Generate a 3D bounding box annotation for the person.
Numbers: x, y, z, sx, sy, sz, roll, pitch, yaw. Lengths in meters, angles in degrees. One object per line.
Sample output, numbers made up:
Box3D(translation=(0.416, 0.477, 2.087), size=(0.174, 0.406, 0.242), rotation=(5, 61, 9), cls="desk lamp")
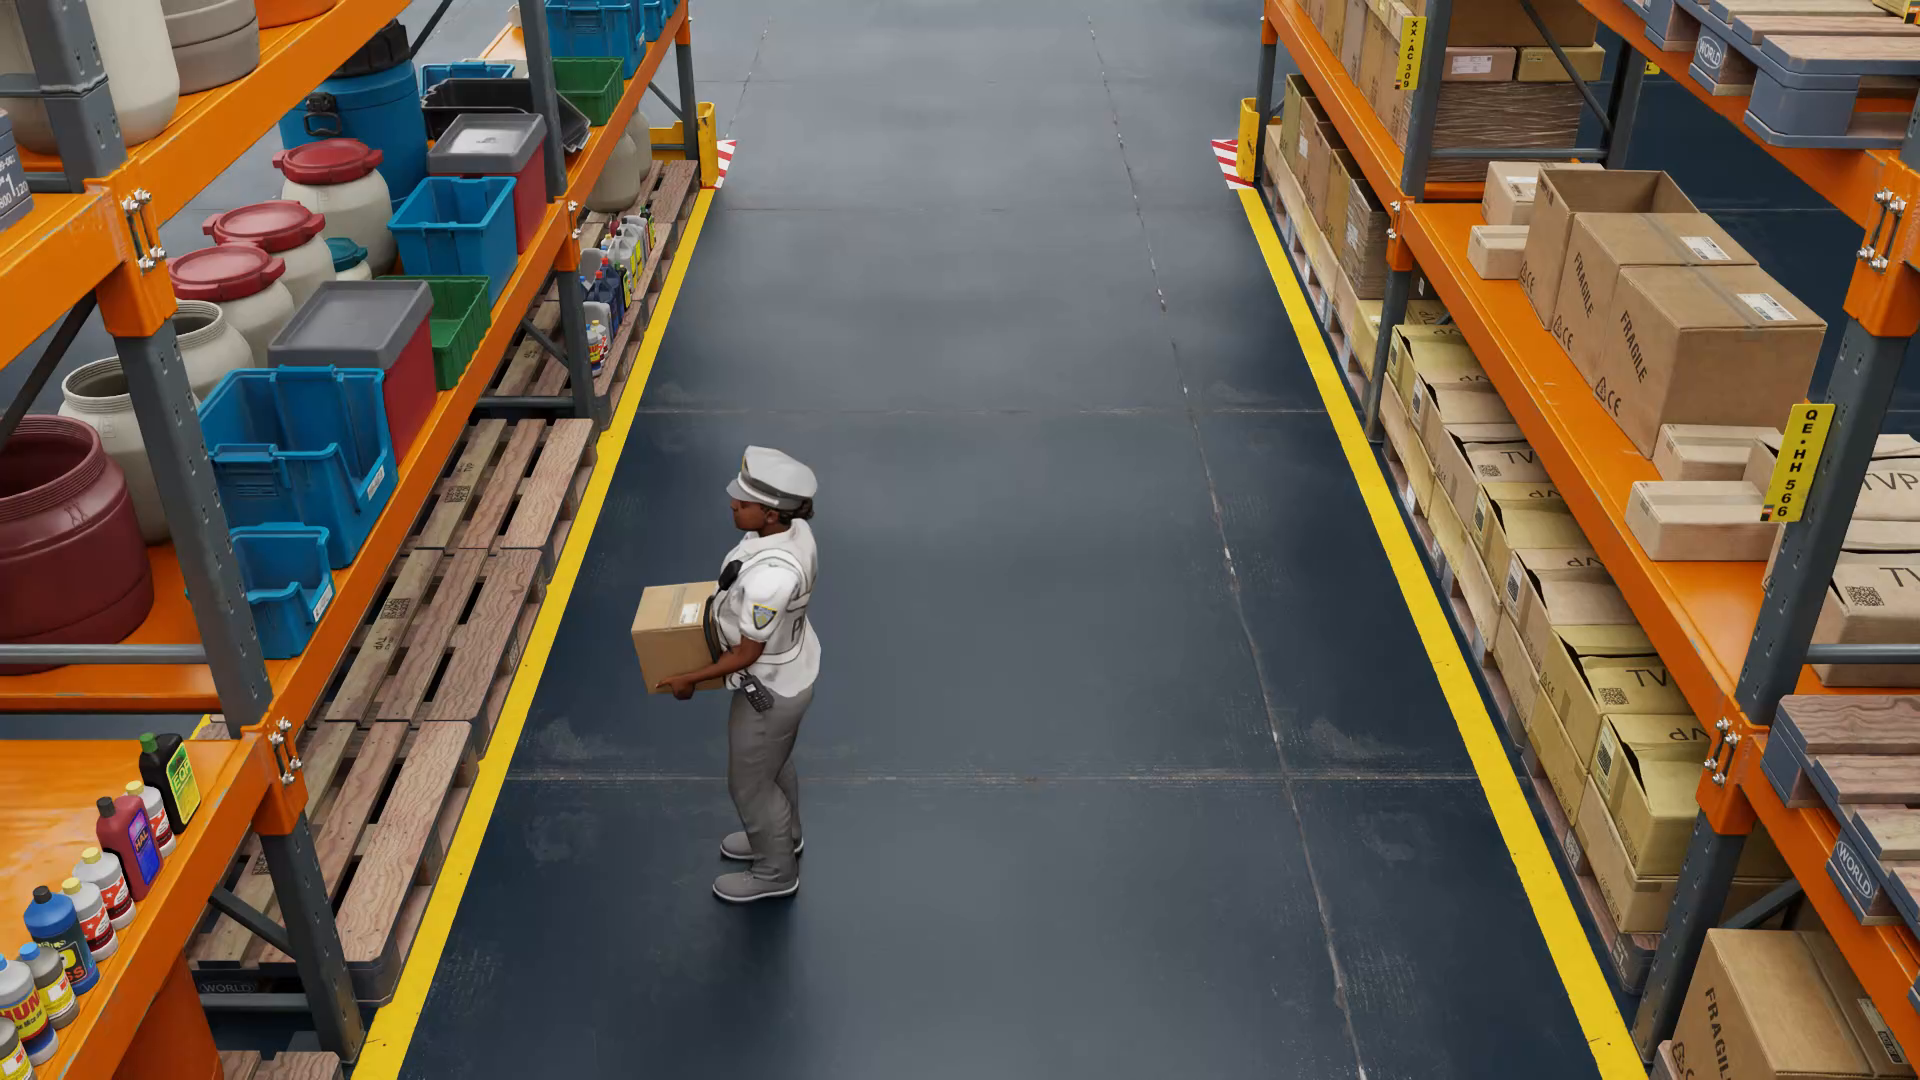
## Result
Box3D(translation=(-0.694, 0.445, 5.394), size=(0.533, 1.688, 0.451), rotation=(0, 32, 1), cls="person")
